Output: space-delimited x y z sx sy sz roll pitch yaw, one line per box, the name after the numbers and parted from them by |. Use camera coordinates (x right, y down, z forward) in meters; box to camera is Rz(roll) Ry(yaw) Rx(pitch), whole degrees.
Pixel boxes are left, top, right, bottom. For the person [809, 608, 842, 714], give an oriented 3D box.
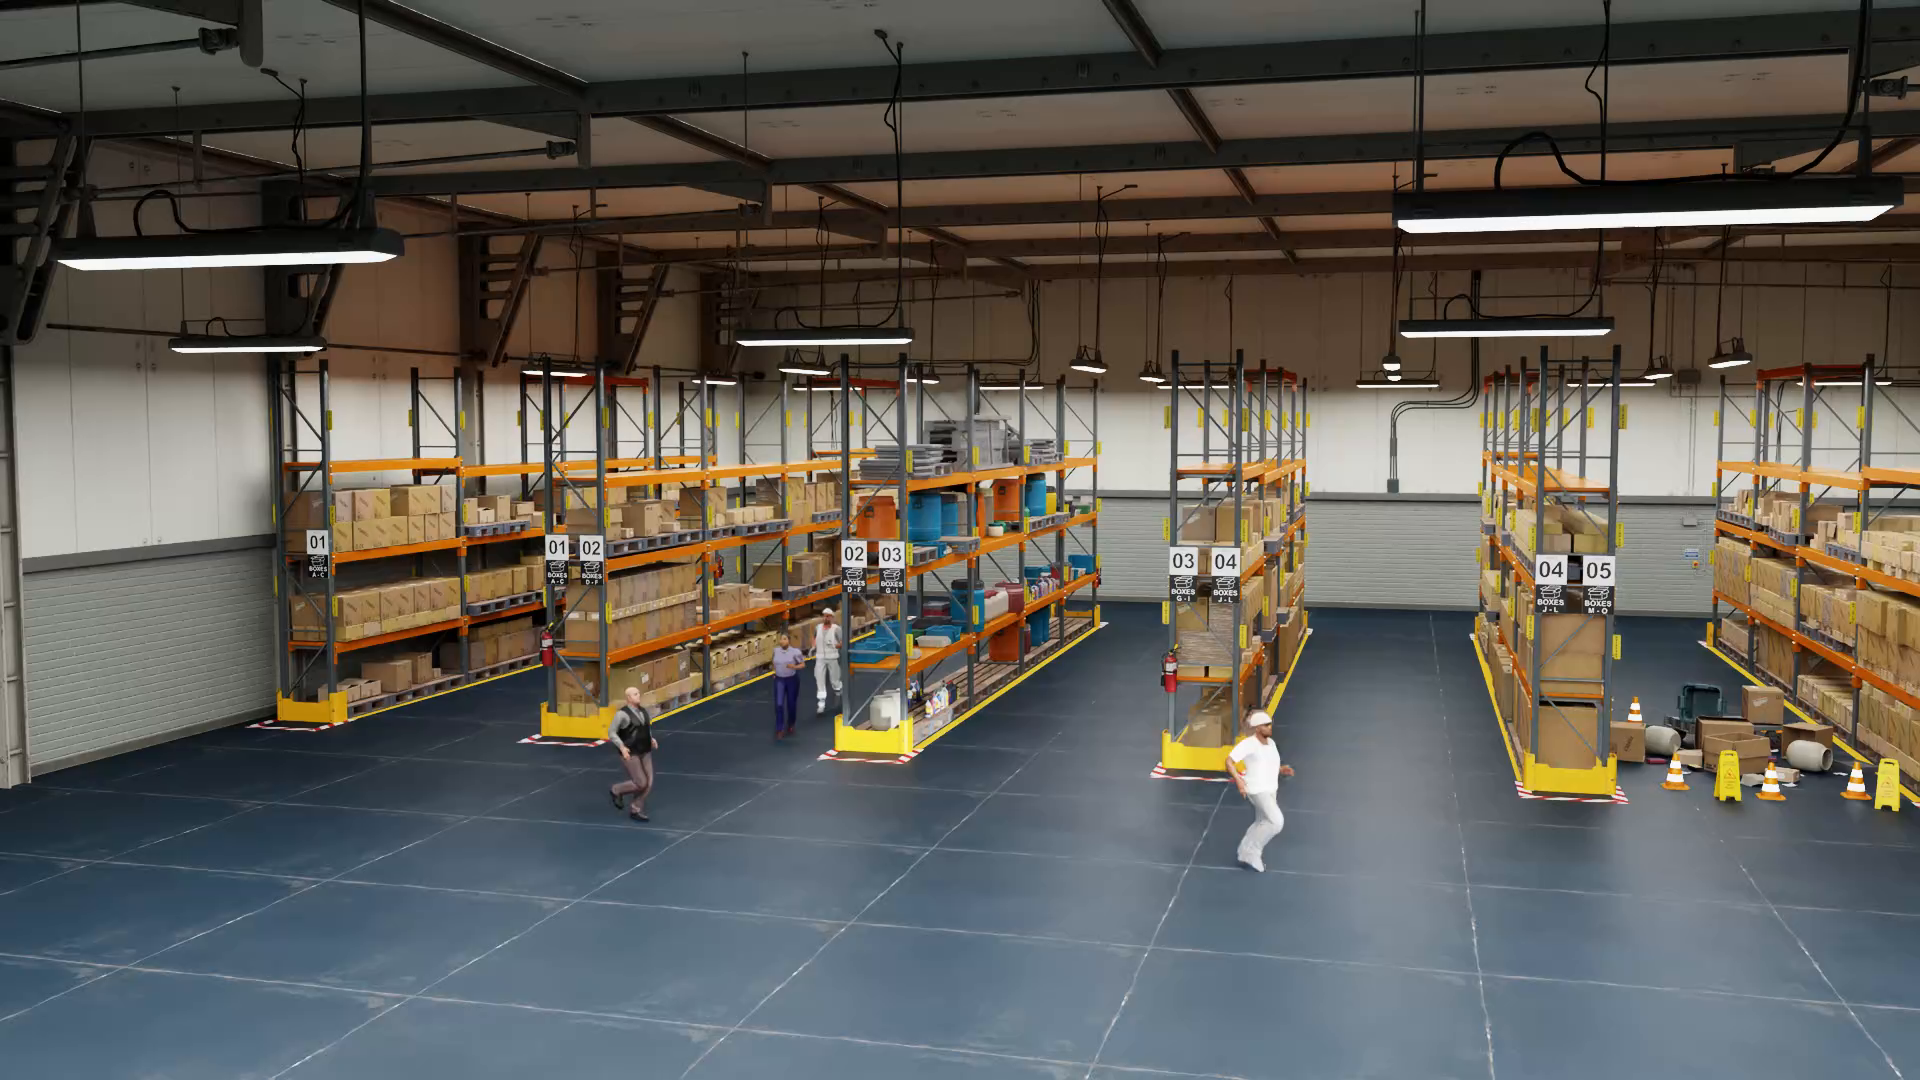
-2.270 2.050 28.520 0.666 1.768 0.979 1 4 11 | person

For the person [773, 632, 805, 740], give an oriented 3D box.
-2.717 2.311 26.309 0.574 1.719 0.754 0 4 5 | person

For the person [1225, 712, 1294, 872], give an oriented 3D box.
3.372 2.796 18.465 0.688 1.756 0.675 3 5 39 | person

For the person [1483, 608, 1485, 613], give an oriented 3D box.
12.573 1.414 39.142 0.542 1.547 0.602 0 4 6 | person

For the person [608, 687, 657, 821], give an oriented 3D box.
-4.092 2.676 20.840 0.585 1.683 0.660 3 5 32 | person
